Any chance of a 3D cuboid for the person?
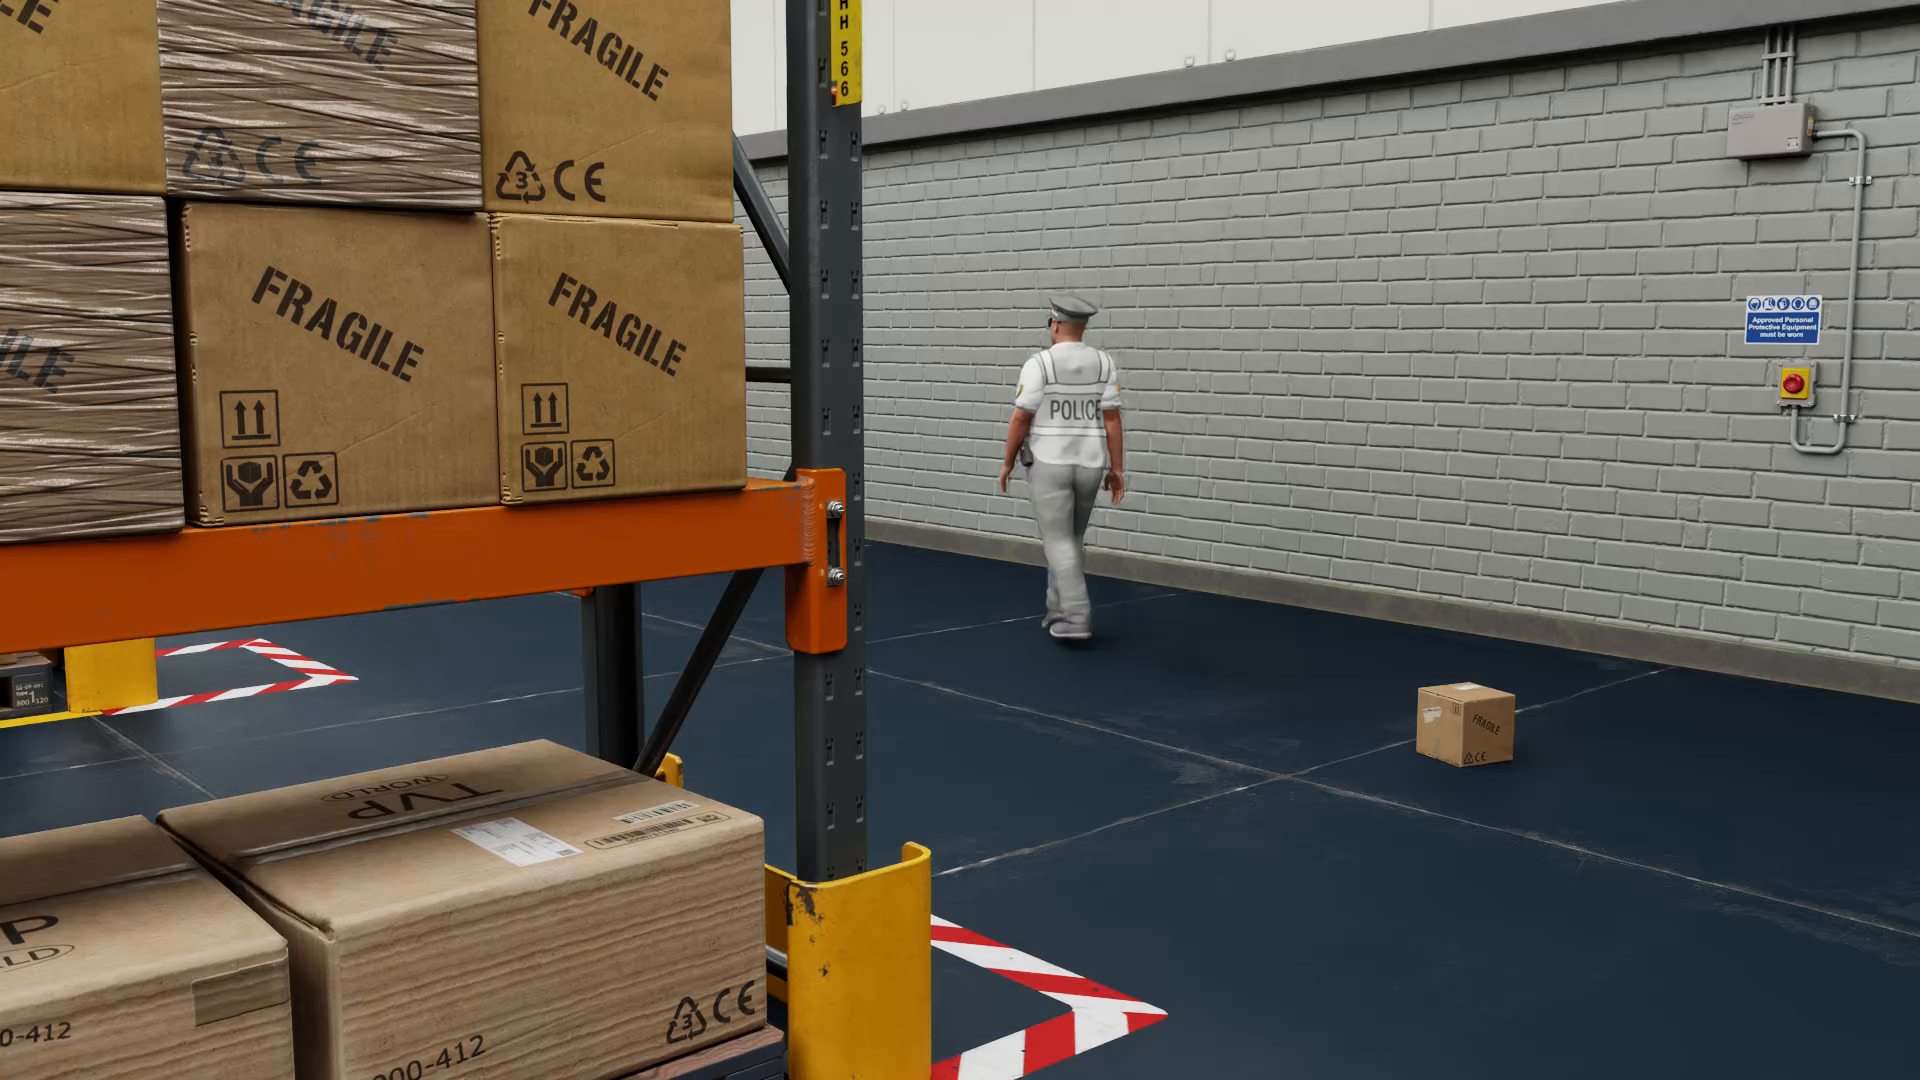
[{"bbox_3d":[0.494,-0.359,8.548,0.578,1.812,0.786,-4,8,-26],"label":"person"}]
